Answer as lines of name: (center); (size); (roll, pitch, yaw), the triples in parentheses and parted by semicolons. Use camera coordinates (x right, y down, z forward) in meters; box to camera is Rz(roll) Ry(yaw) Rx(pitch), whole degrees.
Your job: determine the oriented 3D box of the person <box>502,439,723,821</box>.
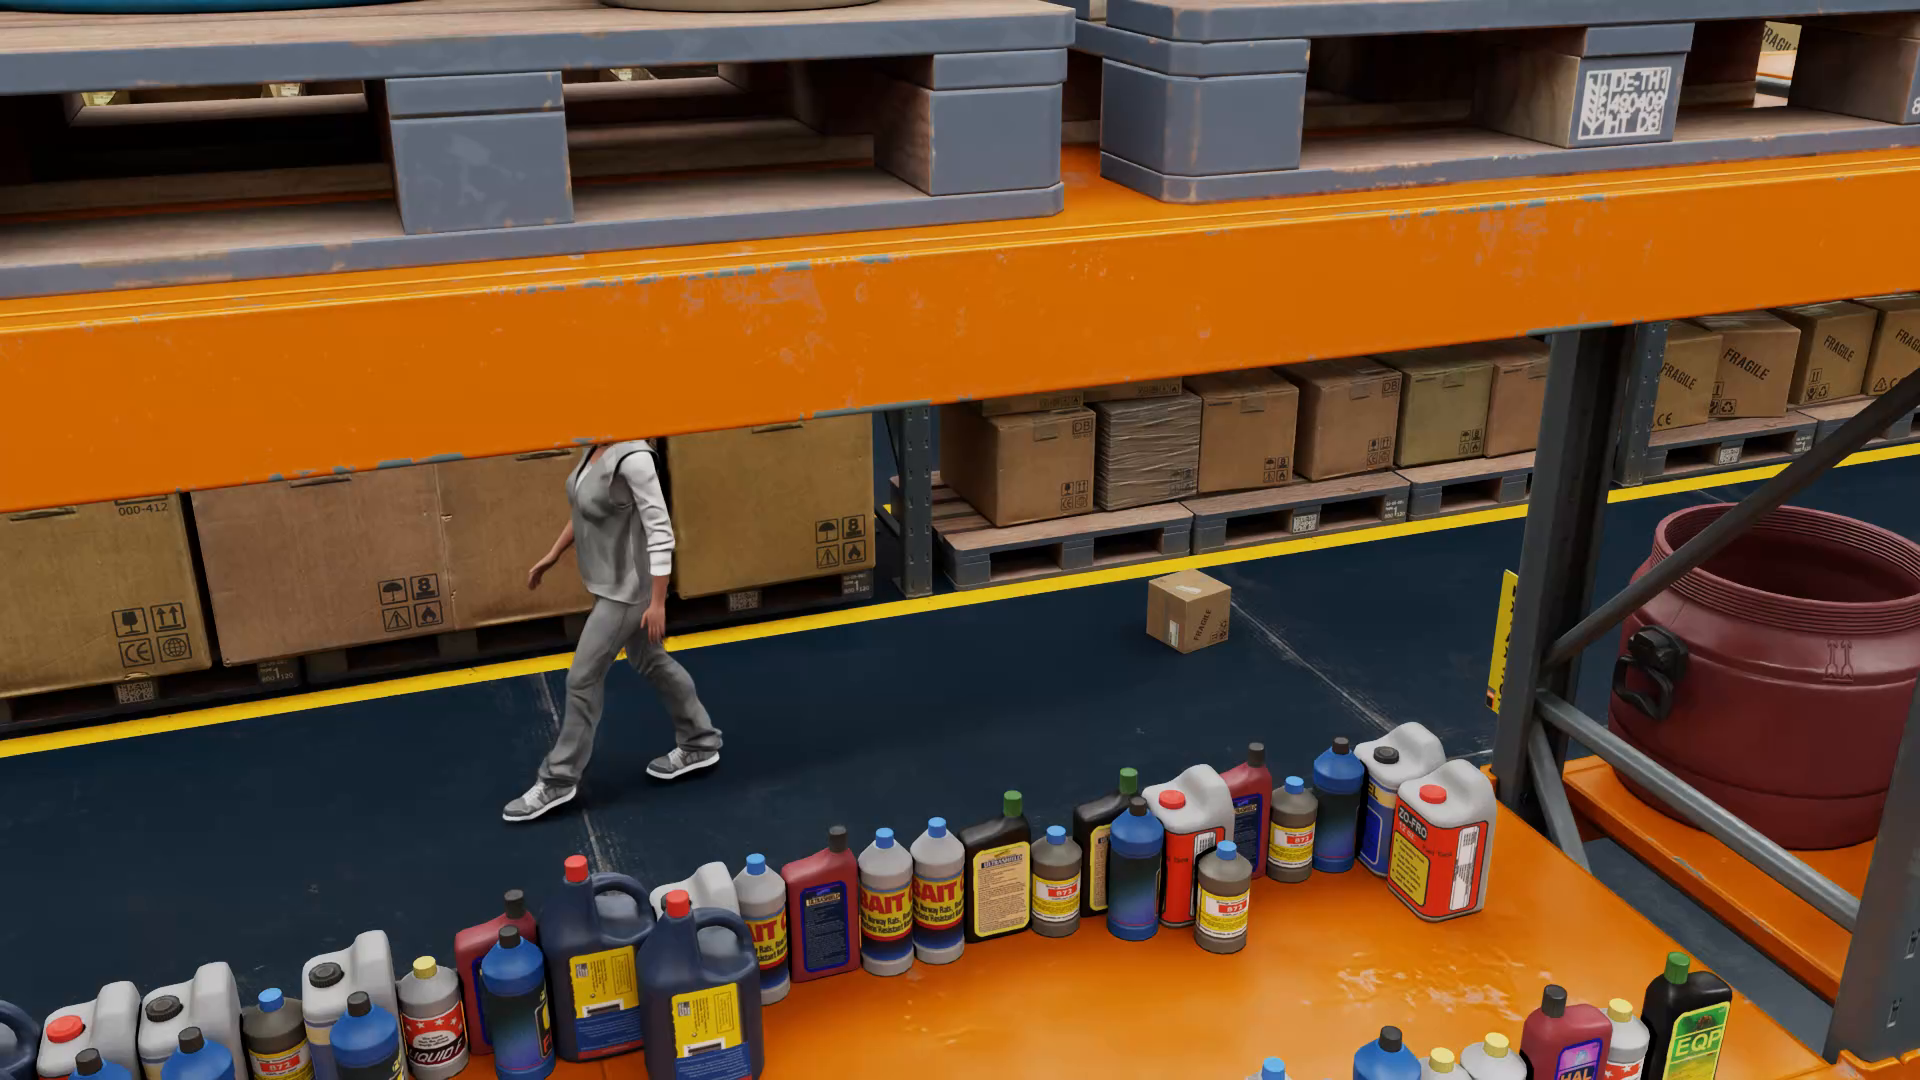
person: (-1.245, 0.177, 5.693); (0.814, 1.550, 0.519); (-9, 25, -21)
